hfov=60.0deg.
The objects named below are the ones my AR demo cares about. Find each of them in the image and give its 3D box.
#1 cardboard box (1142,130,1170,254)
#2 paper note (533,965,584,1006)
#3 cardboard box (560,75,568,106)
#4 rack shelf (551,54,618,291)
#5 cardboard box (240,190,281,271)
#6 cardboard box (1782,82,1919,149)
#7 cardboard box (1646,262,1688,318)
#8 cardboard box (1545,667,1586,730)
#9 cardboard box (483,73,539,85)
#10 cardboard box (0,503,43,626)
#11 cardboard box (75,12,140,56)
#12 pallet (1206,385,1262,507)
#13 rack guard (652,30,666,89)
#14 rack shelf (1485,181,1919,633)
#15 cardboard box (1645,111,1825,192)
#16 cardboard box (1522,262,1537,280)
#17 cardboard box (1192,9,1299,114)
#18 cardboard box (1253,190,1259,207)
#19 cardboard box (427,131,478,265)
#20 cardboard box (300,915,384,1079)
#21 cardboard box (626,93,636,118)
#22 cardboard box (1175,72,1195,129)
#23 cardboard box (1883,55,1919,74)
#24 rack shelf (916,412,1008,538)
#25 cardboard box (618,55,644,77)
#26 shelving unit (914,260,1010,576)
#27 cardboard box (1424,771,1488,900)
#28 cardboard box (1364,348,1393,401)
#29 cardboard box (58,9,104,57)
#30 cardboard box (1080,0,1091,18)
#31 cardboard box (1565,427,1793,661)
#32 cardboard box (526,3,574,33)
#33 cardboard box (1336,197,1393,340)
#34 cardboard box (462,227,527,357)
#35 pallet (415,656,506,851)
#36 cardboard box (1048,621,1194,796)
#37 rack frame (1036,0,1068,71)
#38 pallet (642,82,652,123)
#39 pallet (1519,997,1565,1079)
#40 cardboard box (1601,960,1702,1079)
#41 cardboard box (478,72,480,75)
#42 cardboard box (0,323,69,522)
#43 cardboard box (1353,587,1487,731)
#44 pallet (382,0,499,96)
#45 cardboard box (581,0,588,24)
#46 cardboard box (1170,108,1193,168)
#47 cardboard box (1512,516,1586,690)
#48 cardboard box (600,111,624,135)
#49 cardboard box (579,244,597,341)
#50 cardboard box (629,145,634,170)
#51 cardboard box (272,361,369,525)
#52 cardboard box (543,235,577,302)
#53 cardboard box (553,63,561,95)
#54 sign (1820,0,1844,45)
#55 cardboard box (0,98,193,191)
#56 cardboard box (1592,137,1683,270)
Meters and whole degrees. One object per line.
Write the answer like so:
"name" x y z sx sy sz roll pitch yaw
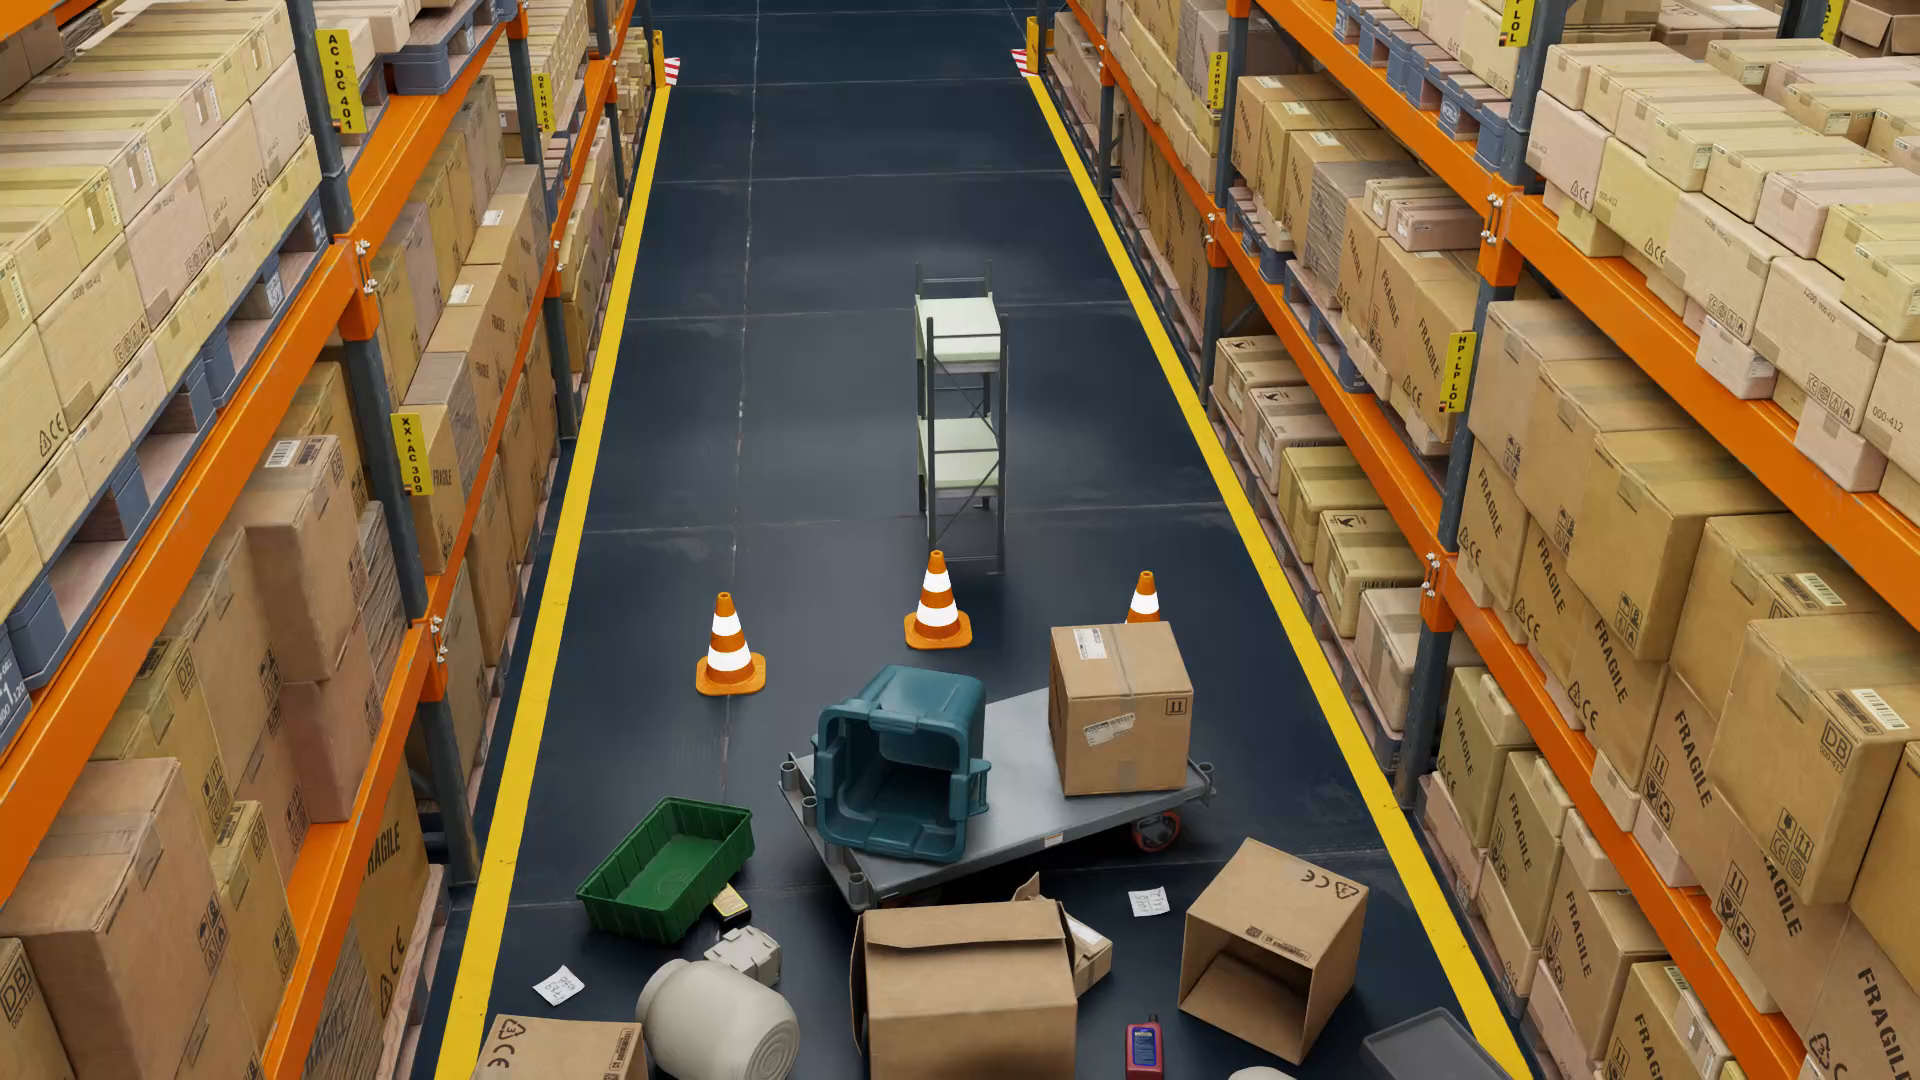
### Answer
"cardboard box" 1.902 -2.738 12.570 0.875 0.875 0.875 -2 31 -3
"paper note" -1.534 1.705 6.366 0.142 0.020 0.147 27 40 37
"cardboard box" -2.862 -3.032 11.237 0.380 0.149 0.250 -4 31 -6
"rack shelf" -3.059 -2.624 11.420 1.077 0.370 4.000 -3 31 -5
"cardboard box" -2.097 -0.842 4.547 0.380 0.149 0.250 -2 31 -4
"cardboard box" 2.703 -1.263 4.982 0.380 0.149 0.250 -2 31 -3
"cardboard box" 2.291 -0.780 4.951 0.380 0.149 0.250 -2 31 -3
"cardboard box" 2.249 0.514 5.709 0.380 0.149 0.250 -2 31 -3
"cardboard box" -2.769 -2.748 10.180 0.380 0.149 0.250 -3 31 -5
"cardboard box" -1.933 0.063 3.032 0.380 0.149 0.250 -3 31 -4
"cardboard box" -2.724 -1.669 5.834 0.500 0.250 0.500 -2 31 -4
"pallet" 2.118 -0.605 10.056 1.003 0.211 1.213 -3 31 -5
"rack guard" -3.613 -4.884 16.940 1.175 0.500 0.348 -3 31 -5
"rack shelf" 2.607 -0.116 4.296 1.077 0.370 4.000 -3 31 -5
"cardboard box" 2.192 -1.102 4.713 0.380 0.149 0.250 -3 31 -5
"cardboard box" 2.614 -1.018 7.232 0.500 0.500 0.500 -3 31 -4
"cardboard box" 1.738 -2.924 10.148 0.500 0.500 0.500 -4 31 -6
"cardboard box" 1.885 -1.952 9.429 0.380 0.149 0.250 -5 31 -8
"cardboard box" -2.742 -1.635 7.989 0.700 0.500 0.500 -3 31 -5
"cardboard box" -2.422 1.647 5.231 0.875 0.875 0.875 -3 31 -4
"cardboard box" -3.118 -3.898 14.931 0.380 0.149 0.250 -3 31 -5
"cardboard box" 1.697 -2.848 10.751 0.500 0.250 0.500 -4 31 -6
"cardboard box" 6.567 -3.079 11.217 0.500 0.250 0.500 -4 31 -7
"rack shelf" 0.001 -0.361 9.027 0.431 0.370 0.720 -3 31 -5
"cardboard box" -3.160 -4.423 15.520 0.380 0.149 0.250 -2 31 -3
"shelving unit" 0.001 -0.640 8.860 0.431 1.500 0.755 -3 31 -5
"cardboard box" 2.206 1.156 6.662 0.500 0.250 0.500 -4 31 -7
"cardboard box" 2.030 -0.746 7.409 0.380 0.149 0.250 -3 31 -5
"cardboard box" -8.343 -4.291 15.171 0.875 0.875 0.875 -3 31 -5
"cardboard box" 1.321 -4.773 14.218 0.500 0.500 0.500 -3 31 -6
"cardboard box" 2.291 -0.004 4.969 0.700 0.500 0.500 -3 31 -6
"cardboard box" -2.942 -3.683 11.747 0.380 0.149 0.250 -3 31 -5
"cardboard box" 2.059 -1.251 7.622 0.500 0.500 0.500 -2 31 -3
"cardboard box" -2.471 -1.228 8.283 0.500 0.500 0.500 -3 31 -5
"pallet" -2.646 0.937 7.475 1.003 0.211 1.213 -3 31 -5
"cardboard box" 0.651 0.690 6.869 0.500 0.500 0.500 -3 31 -5
"rack frame" 1.299 -6.285 16.847 1.000 3.000 0.127 -3 31 -5
"pallet" -3.572 -4.344 16.317 1.003 0.211 1.213 -3 31 -5
"pallet" 2.635 2.004 5.689 1.003 0.211 1.213 -3 31 -5
"cardboard box" 2.367 1.641 5.118 0.500 0.500 0.500 -3 31 -6
"cardboard box" -3.570 -3.276 11.645 0.380 0.149 0.250 -4 31 -7
"cardboard box" -2.011 -0.177 3.046 0.500 0.250 0.500 -3 31 -5
"cardboard box" 2.369 0.522 7.605 0.950 0.372 0.625 -2 31 -4
"pallet" -2.652 -2.222 7.303 1.003 0.211 1.213 -1 31 -2
"cardboard box" -3.013 -3.961 12.501 0.380 0.149 0.250 -2 31 -3
"cardboard box" 1.677 -2.642 10.895 0.500 0.250 0.500 -2 31 -4
"cardboard box" 2.254 0.164 5.663 0.500 0.500 0.500 -3 31 -5
"cardboard box" -3.039 -3.495 13.967 0.380 0.149 0.250 -1 31 -2
"cardboard box" -2.735 -1.649 11.114 0.500 0.500 0.500 -2 31 -4
"cardboard box" -2.985 -3.248 14.133 0.380 0.149 0.250 -2 31 -3
"cardboard box" -2.499 -0.208 5.473 0.875 0.550 0.550 -3 31 -5
"cardboard box" -2.696 -1.705 10.476 0.500 0.250 0.500 -4 31 -7
"cardboard box" -2.840 -3.026 10.936 0.380 0.149 0.250 -3 31 -5
"sign" 2.960 -1.698 5.739 0.100 0.325 0.005 -3 31 -5
"cardboard box" -2.052 -0.927 3.911 0.380 0.149 0.250 -3 31 -4
"cardboard box" 2.246 -1.009 4.945 0.500 0.250 0.500 -3 31 -5
